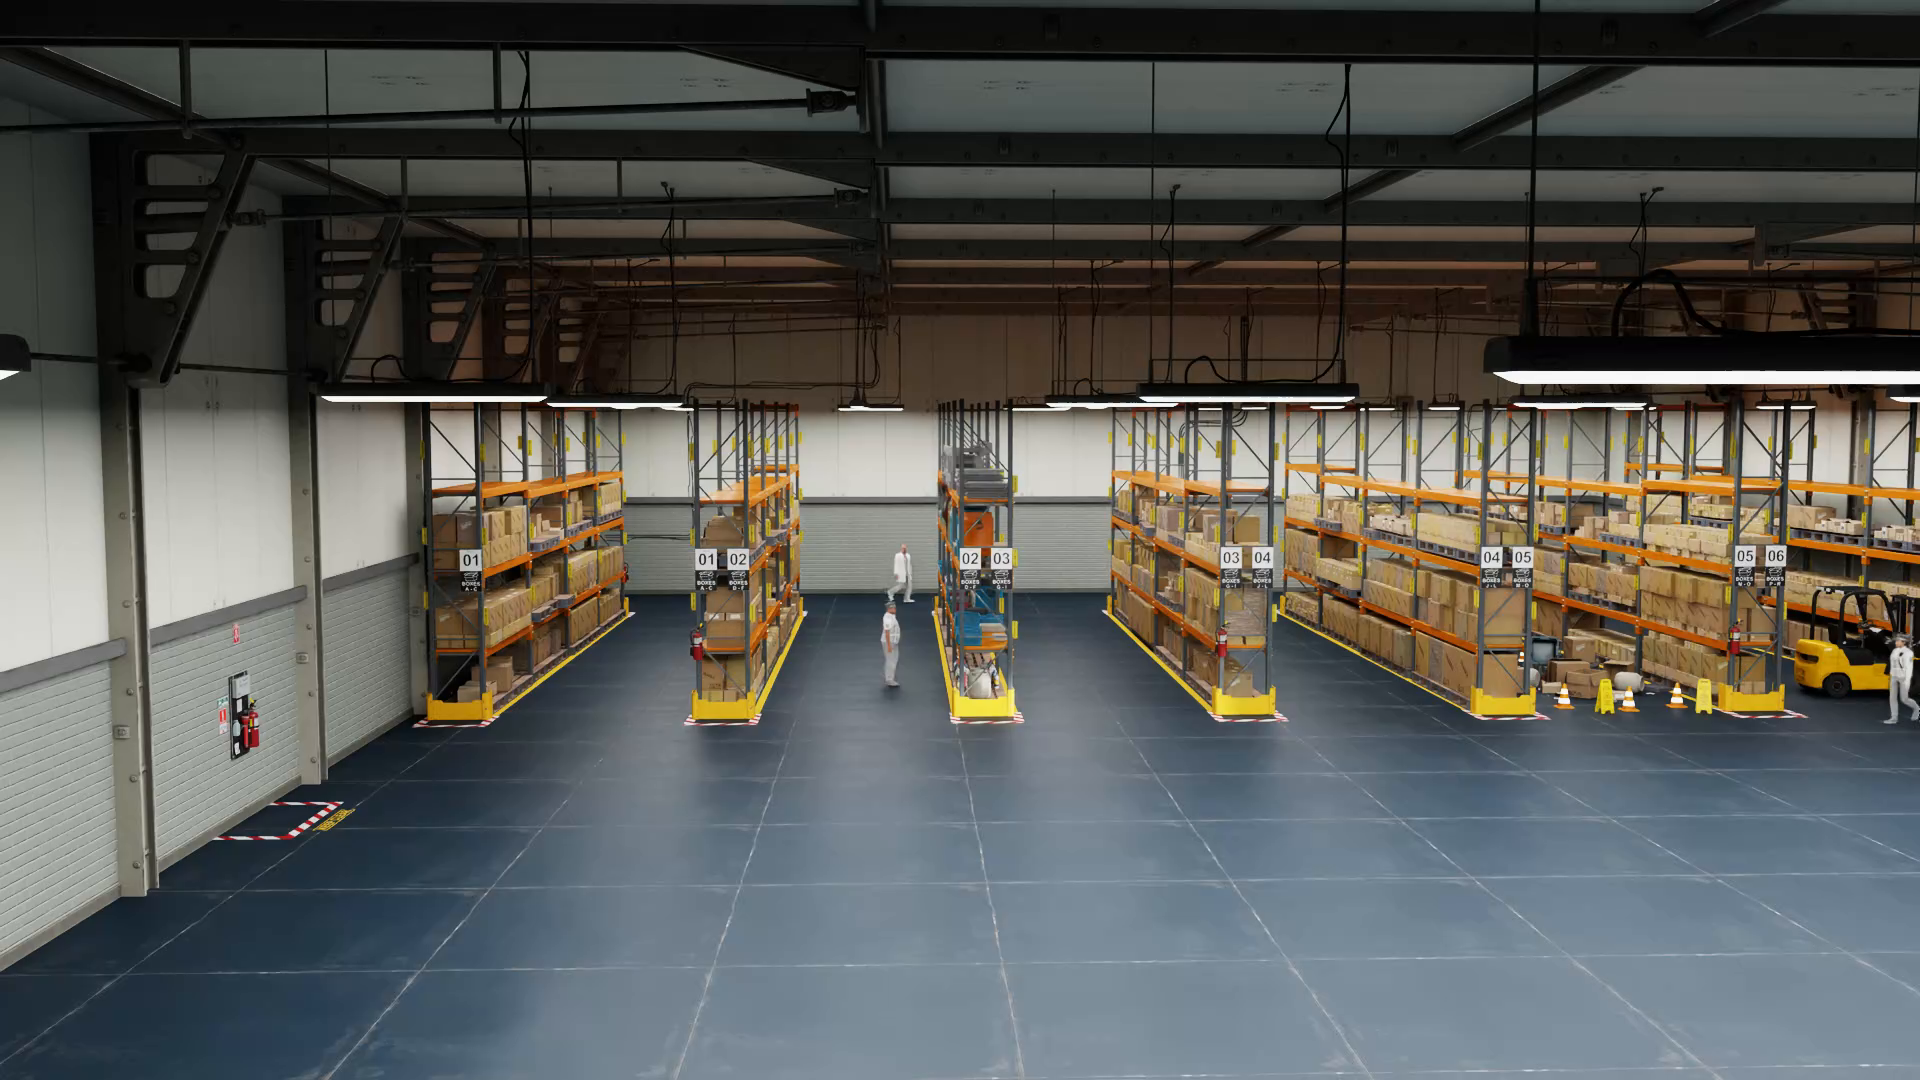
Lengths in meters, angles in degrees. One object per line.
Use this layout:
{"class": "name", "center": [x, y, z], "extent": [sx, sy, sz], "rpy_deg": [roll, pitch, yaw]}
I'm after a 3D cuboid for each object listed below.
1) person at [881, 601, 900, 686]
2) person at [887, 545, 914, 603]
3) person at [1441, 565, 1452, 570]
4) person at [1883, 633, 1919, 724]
{"class": "person", "center": [-1.464, 2.221, 35.184], "extent": [0.399, 1.855, 0.615], "rpy_deg": [1, 4, 8]}
{"class": "person", "center": [-1.762, 1.016, 50.329], "extent": [0.860, 1.747, 0.633], "rpy_deg": [3, 5, 34]}
{"class": "person", "center": [14.605, 1.126, 49.620], "extent": [0.777, 1.623, 0.500], "rpy_deg": [-1, 4, -9]}
{"class": "person", "center": [17.338, 2.549, 30.600], "extent": [0.623, 1.674, 0.479], "rpy_deg": [-2, 5, -19]}
